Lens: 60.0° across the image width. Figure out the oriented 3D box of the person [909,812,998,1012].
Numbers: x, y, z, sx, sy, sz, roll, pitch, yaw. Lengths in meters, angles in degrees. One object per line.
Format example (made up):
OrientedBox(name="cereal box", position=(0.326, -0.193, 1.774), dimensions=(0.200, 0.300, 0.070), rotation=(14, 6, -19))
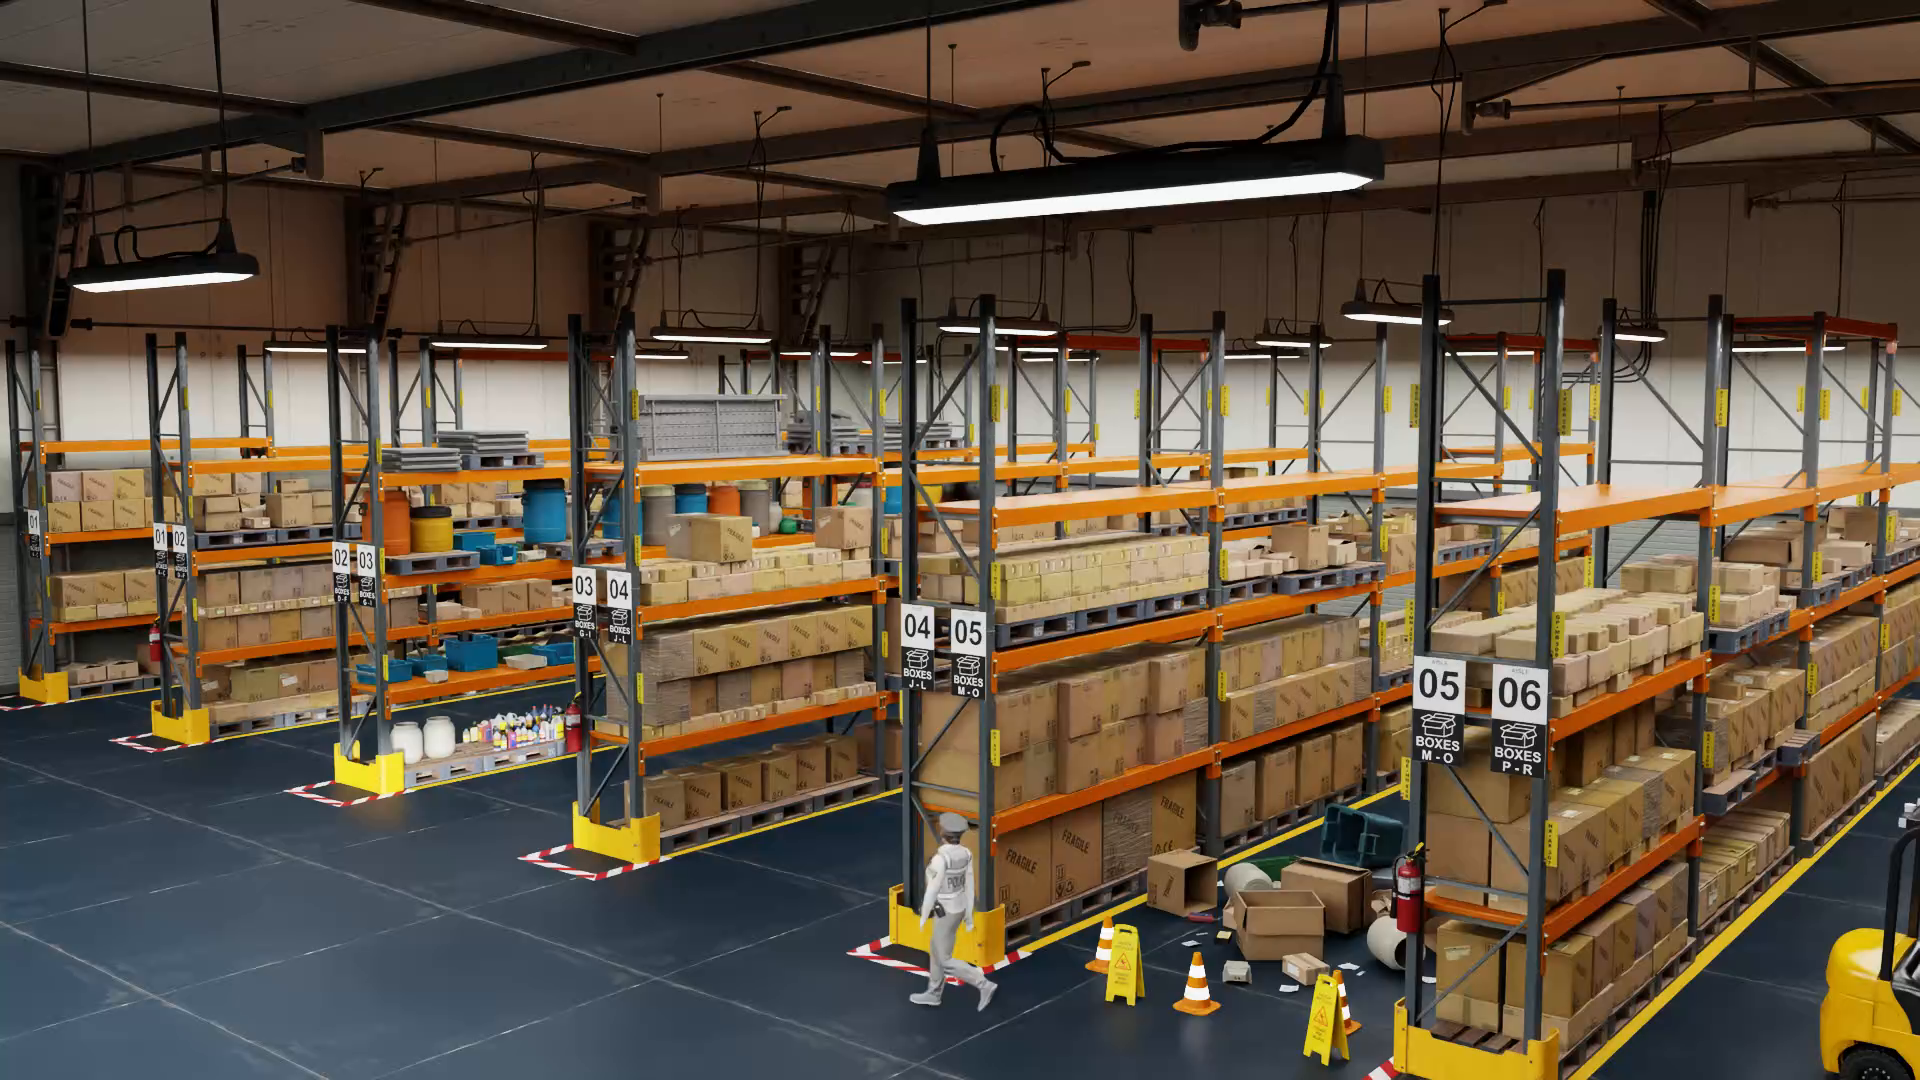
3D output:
OrientedBox(name="person", position=(-0.076, 3.090, 13.788), dimensions=(0.793, 1.672, 0.425), rotation=(1, 5, 15))
